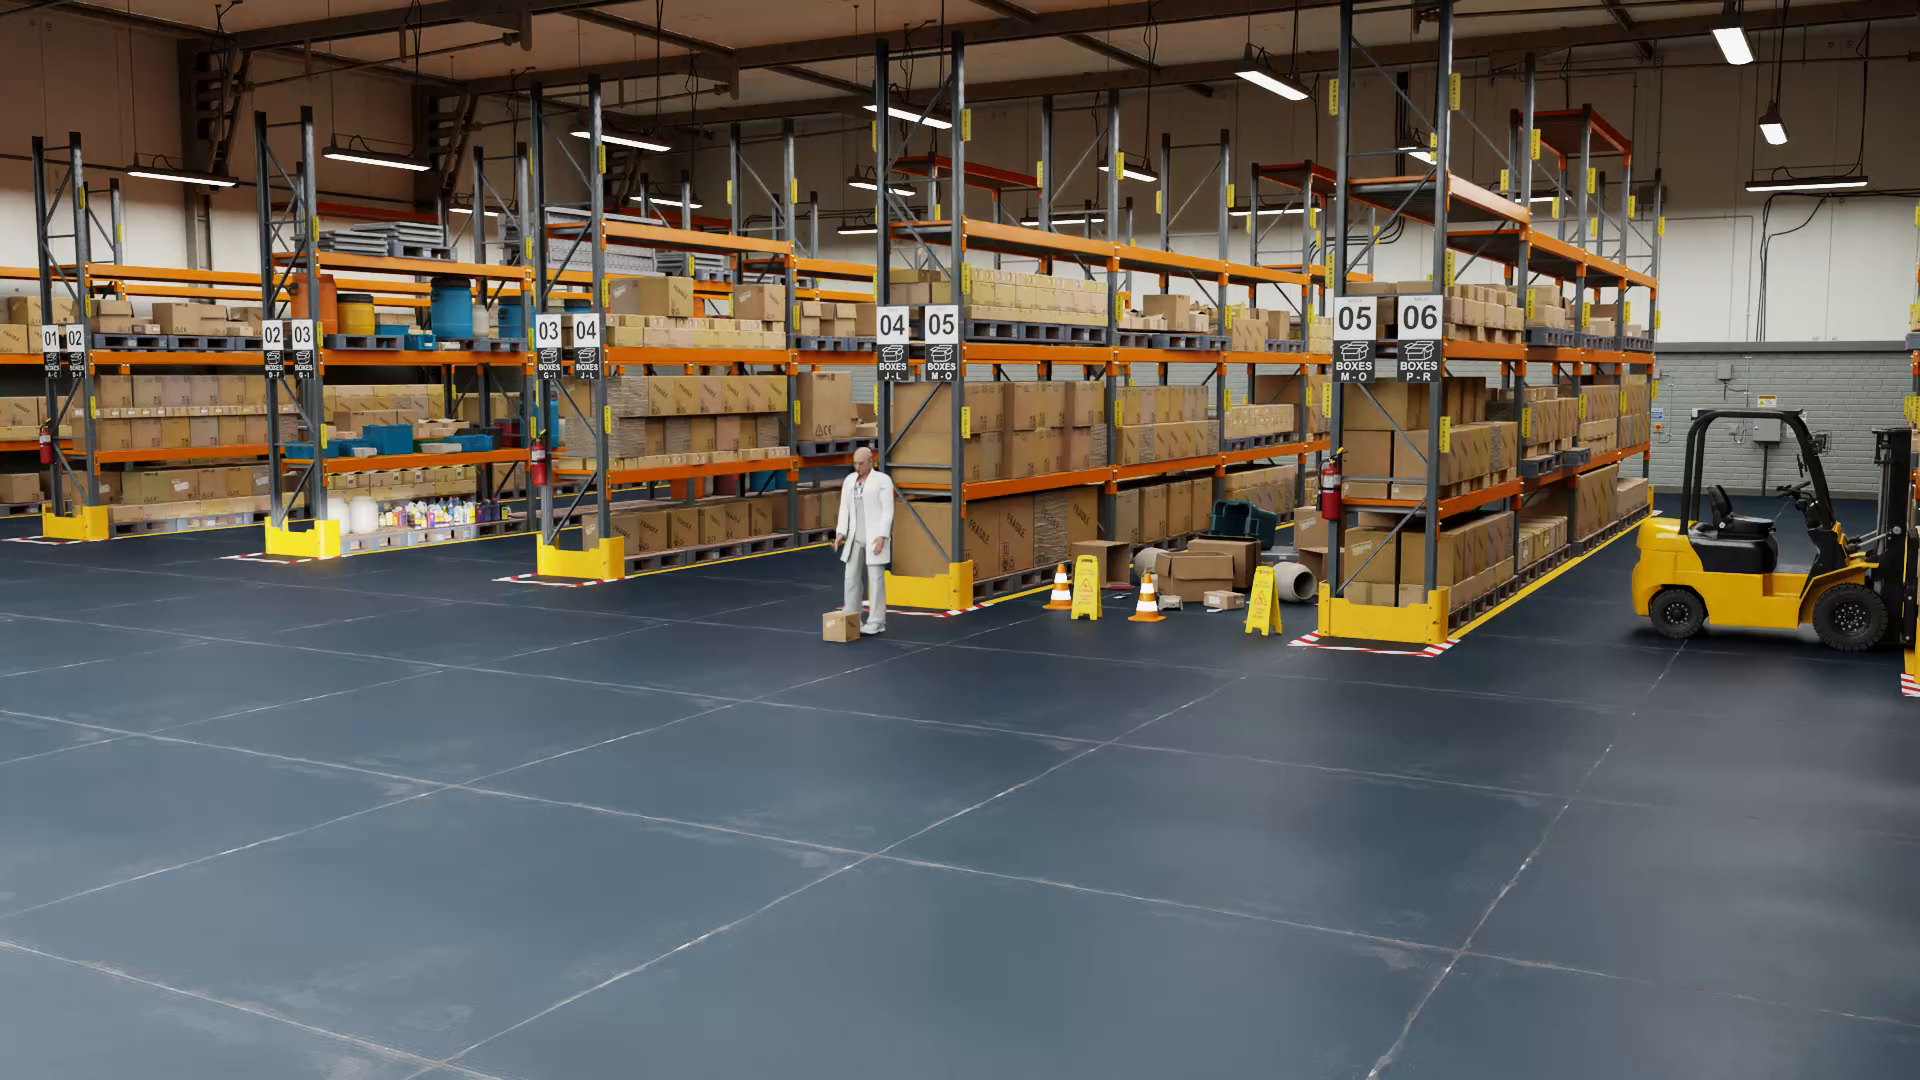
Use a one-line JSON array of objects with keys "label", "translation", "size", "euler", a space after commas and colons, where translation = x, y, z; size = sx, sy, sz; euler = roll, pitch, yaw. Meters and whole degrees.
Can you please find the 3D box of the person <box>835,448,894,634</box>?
[{"label": "person", "translation": [-0.920, 0.031, 15.940], "size": [0.591, 1.836, 0.446], "euler": [3, 7, 28]}]
